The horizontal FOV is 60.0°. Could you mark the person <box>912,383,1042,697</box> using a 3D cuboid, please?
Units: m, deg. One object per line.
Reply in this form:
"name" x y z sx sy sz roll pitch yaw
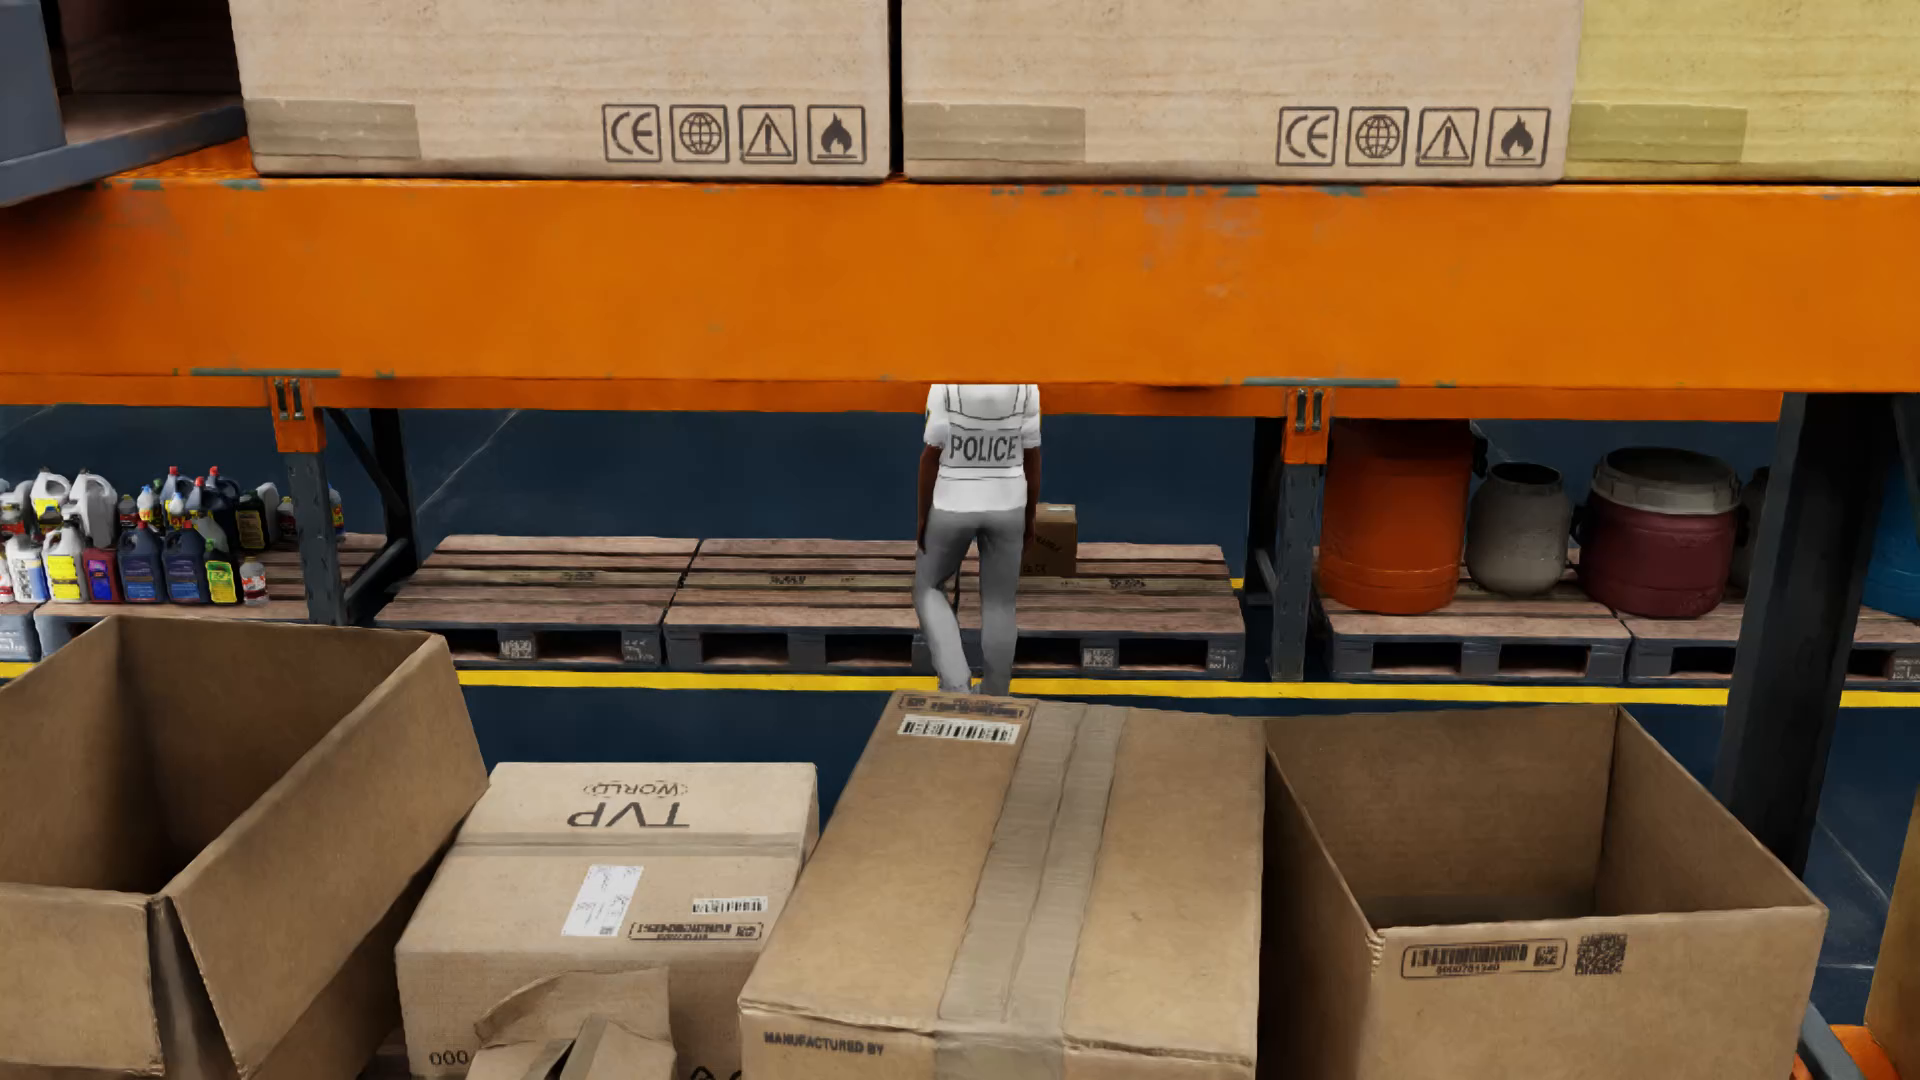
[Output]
"person" 0.057 -0.089 6.251 0.507 1.680 0.419 -3 21 -8
